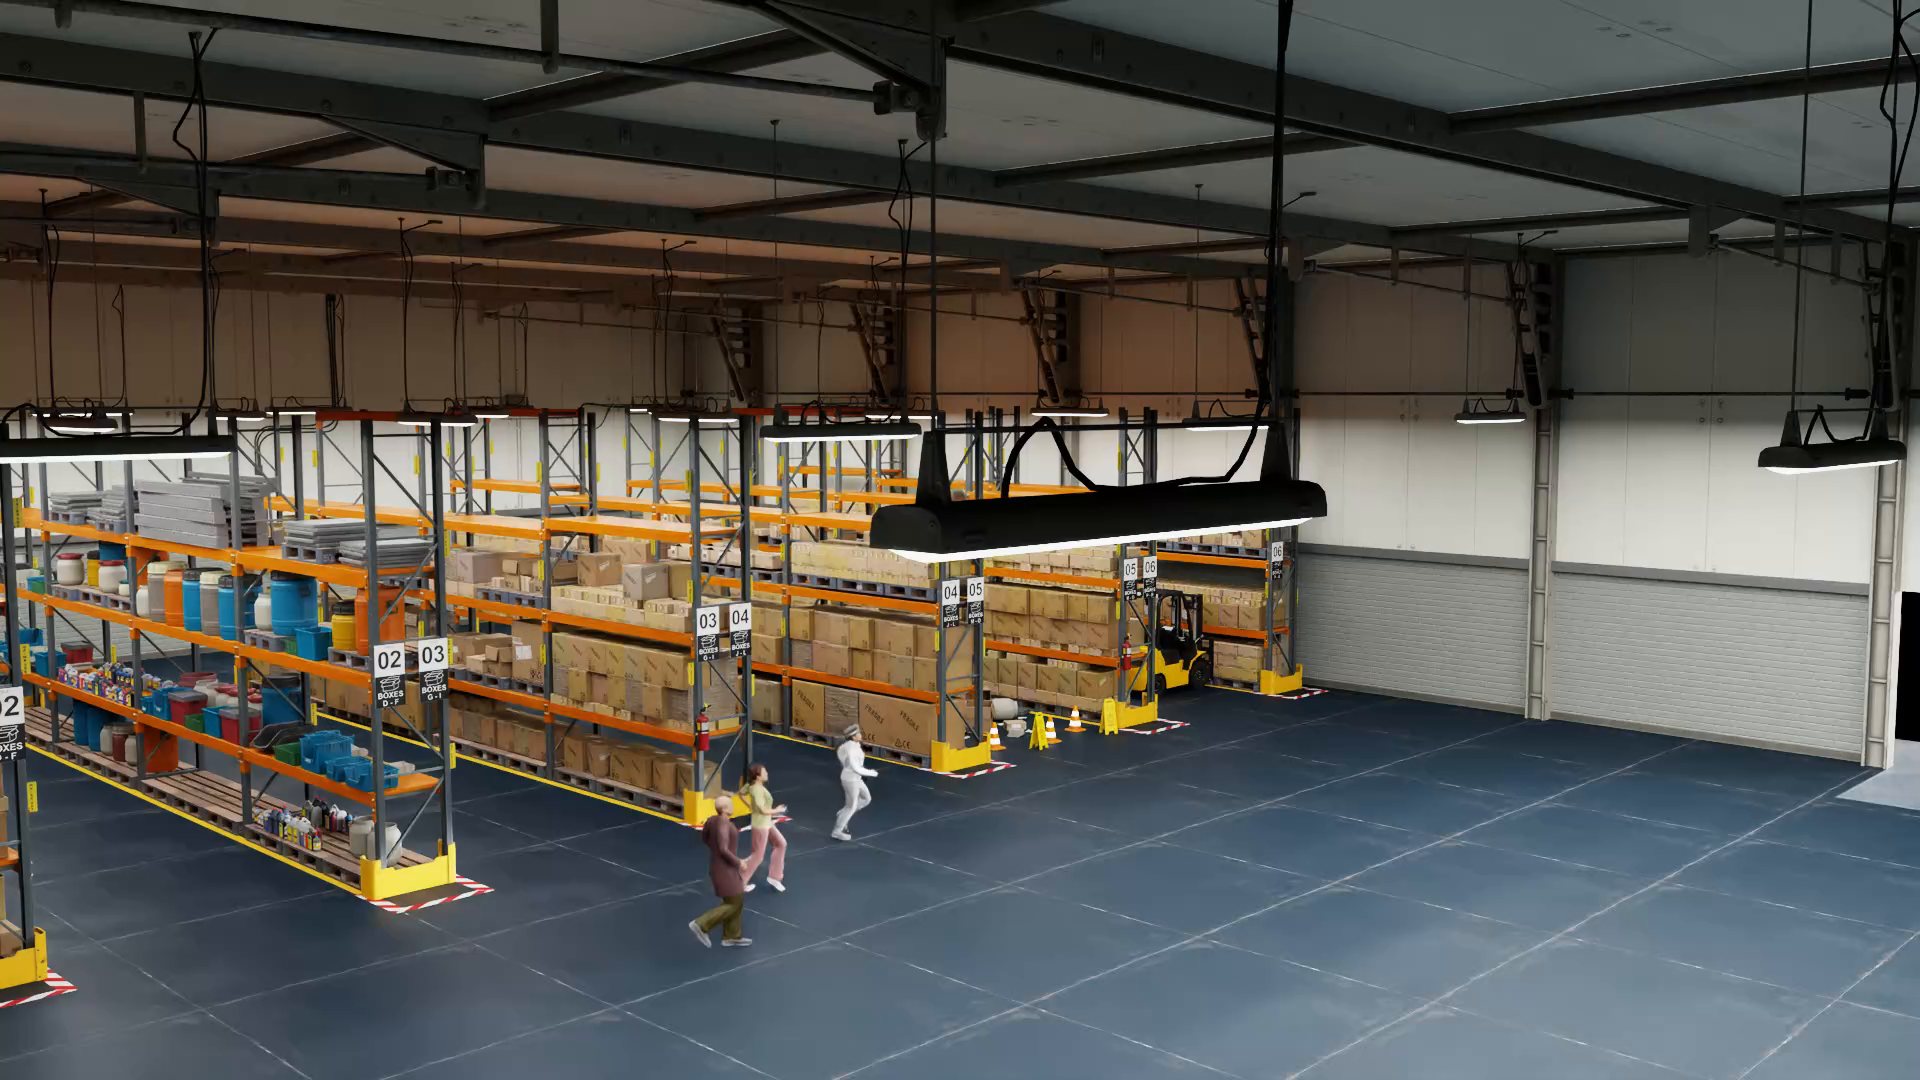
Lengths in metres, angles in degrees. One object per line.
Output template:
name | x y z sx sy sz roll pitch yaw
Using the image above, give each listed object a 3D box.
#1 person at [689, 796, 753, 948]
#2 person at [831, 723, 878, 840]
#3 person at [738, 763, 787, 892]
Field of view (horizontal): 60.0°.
person | -2.739 3.786 18.932 0.770 1.765 0.738 -2 5 -23
person | -1.507 3.413 23.669 0.669 1.657 0.643 0 5 -5
person | -2.548 3.657 21.044 0.720 1.694 0.579 -1 5 -10
